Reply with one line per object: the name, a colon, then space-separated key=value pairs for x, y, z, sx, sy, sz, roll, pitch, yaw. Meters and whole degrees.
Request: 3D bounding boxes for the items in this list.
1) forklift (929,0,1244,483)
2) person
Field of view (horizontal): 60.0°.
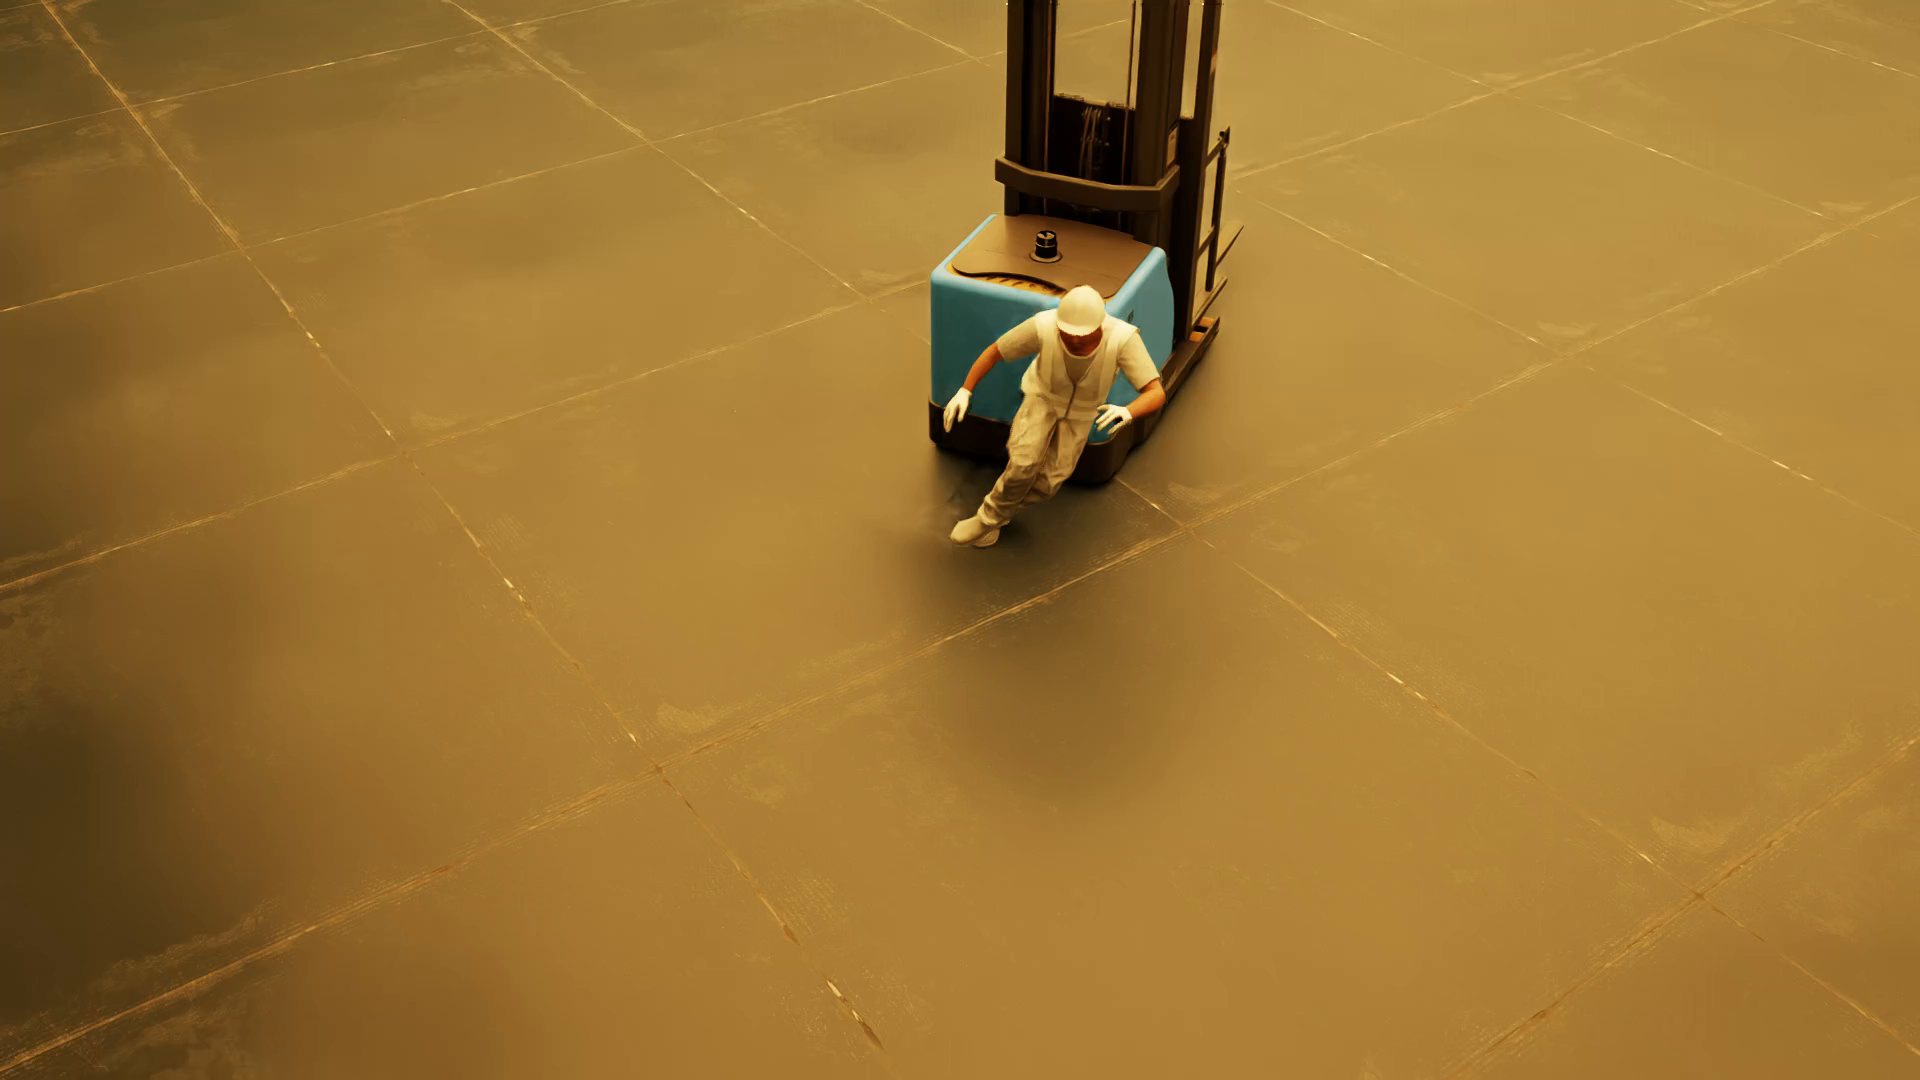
forklift: x=0.909 y=-2.346 z=9.118 sx=1.130 sy=2.935 sz=3.031 roll=15 pitch=39 yaw=20
person: x=0.426 y=-0.524 z=7.848 sx=1.009 sy=1.535 sz=0.925 roll=-1 pitch=37 yaw=-2
